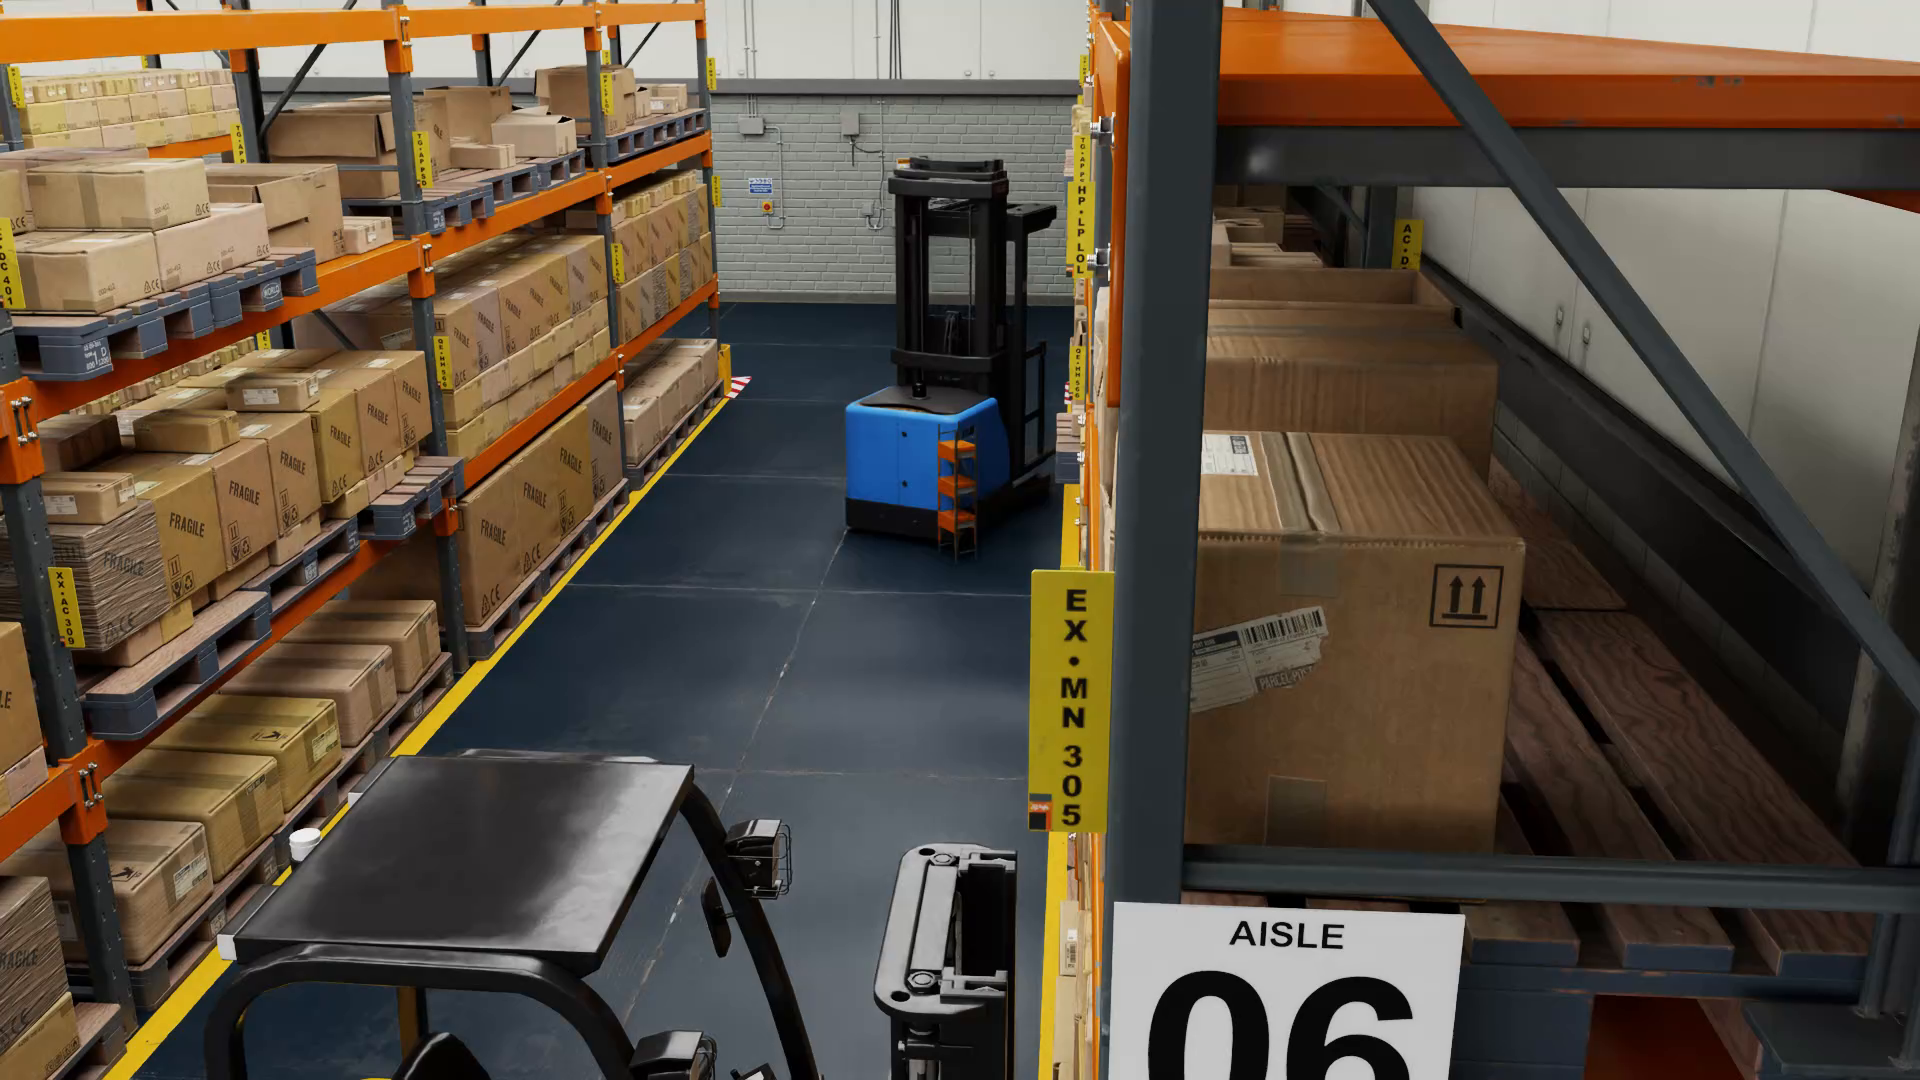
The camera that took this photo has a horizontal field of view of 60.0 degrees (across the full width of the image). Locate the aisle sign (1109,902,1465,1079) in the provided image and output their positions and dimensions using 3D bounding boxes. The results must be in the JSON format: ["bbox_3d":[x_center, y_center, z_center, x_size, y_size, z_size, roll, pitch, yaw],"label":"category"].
[{"bbox_3d":[0.373,0.793,2.010,0.394,0.787,0.004,1,18,4],"label":"aisle sign"}]

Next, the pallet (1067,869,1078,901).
[{"bbox_3d":[0.971,1.868,7.384,1.003,0.211,1.213,1,18,4],"label":"pallet"}]

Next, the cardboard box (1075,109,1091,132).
[{"bbox_3d":[1.063,-3.161,12.528,0.380,0.149,0.250,1,18,3],"label":"cardboard box"}]

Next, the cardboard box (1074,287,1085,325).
[{"bbox_3d":[1.236,-1.653,12.816,0.700,0.500,0.500,1,18,5],"label":"cardboard box"}]

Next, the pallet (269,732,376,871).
[{"bbox_3d":[-3.855,1.366,8.915,1.003,0.211,1.213,1,18,4],"label":"pallet"}]

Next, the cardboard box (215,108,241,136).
[{"bbox_3d":[-7.847,-4.350,17.306,0.500,0.250,0.500,1,18,3],"label":"cardboard box"}]

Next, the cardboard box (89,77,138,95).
[{"bbox_3d":[-7.955,-4.256,15.574,0.380,0.149,0.250,1,18,2],"label":"cardboard box"}]

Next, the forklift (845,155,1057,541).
[{"bbox_3d":[0.146,-1.799,14.205,1.130,2.935,3.031,8,20,24],"label":"forklift"}]

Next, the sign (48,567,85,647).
[{"bbox_3d":[-3.452,0.261,6.419,0.100,0.325,0.005,1,18,4],"label":"sign"}]

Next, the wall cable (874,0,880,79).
[{"bbox_3d":[-2.257,-7.670,22.380,2.355,3.000,0.029,1,18,4],"label":"wall cable"}]

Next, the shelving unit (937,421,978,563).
[{"bbox_3d":[-0.019,-0.371,12.870,0.215,1.050,0.252,-11,21,-31],"label":"shelving unit"}]

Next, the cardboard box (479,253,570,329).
[{"bbox_3d":[-3.288,-1.882,12.584,0.500,0.500,0.500,2,18,6],"label":"cardboard box"}]

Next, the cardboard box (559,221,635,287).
[{"bbox_3d":[-3.145,-2.487,14.429,0.500,0.500,0.500,1,18,4],"label":"cardboard box"}]

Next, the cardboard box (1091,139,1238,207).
[{"bbox_3d":[1.013,-1.811,8.321,0.700,0.500,0.500,1,18,3],"label":"cardboard box"}]

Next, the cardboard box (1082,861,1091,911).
[{"bbox_3d":[0.609,1.176,4.855,0.500,0.500,0.500,1,18,3],"label":"cardboard box"}]

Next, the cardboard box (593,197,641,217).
[{"bbox_3d":[-3.081,-2.981,14.896,0.380,0.149,0.250,1,18,4],"label":"cardboard box"}]

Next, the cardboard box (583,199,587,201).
[{"bbox_3d":[-3.561,-2.991,14.927,0.380,0.149,0.250,1,18,3],"label":"cardboard box"}]

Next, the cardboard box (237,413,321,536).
[{"bbox_3d":[-3.564,-0.333,8.311,0.500,0.500,0.500,1,18,2],"label":"cardboard box"}]

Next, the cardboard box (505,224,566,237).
[{"bbox_3d":[-3.662,-2.497,14.461,0.500,0.500,0.500,1,18,3],"label":"cardboard box"}]

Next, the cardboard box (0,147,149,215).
[{"bbox_3d":[-4.028,-1.629,7.523,0.500,0.250,0.500,2,18,5],"label":"cardboard box"}]

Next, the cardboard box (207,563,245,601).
[{"bbox_3d":[-3.608,0.172,7.810,0.380,0.149,0.250,2,18,5],"label":"cardboard box"}]

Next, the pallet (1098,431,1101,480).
[{"bbox_3d":[0.922,-0.345,4.985,1.003,0.211,1.213,1,18,4],"label":"pallet"}]

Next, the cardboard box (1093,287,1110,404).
[{"bbox_3d":[0.655,-0.605,4.942,0.500,0.311,0.500,2,18,5],"label":"cardboard box"}]

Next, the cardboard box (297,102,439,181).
[{"bbox_3d":[-3.826,-2.564,10.778,0.700,0.500,0.500,0,18,1],"label":"cardboard box"}]

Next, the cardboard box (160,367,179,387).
[{"bbox_3d":[-7.996,-1.616,16.485,0.380,0.149,0.250,1,18,4],"label":"cardboard box"}]

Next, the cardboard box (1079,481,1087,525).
[{"bbox_3d":[0.764,-0.176,7.941,0.380,0.149,0.250,1,18,2],"label":"cardboard box"}]

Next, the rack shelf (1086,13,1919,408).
[{"bbox_3d":[0.814,-0.925,3.593,1.077,0.370,4.000,1,18,4],"label":"rack shelf"}]

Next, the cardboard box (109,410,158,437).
[{"bbox_3d":[-4.076,-0.351,8.365,0.500,0.500,0.500,1,18,2],"label":"cardboard box"}]

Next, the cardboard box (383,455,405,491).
[{"bbox_3d":[-3.416,-0.389,9.521,0.380,0.149,0.250,1,18,3],"label":"cardboard box"}]

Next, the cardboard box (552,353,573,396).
[{"bbox_3d":[-3.294,-1.291,12.787,0.500,0.250,0.500,1,18,2],"label":"cardboard box"}]

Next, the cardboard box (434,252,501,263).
[{"bbox_3d":[-3.786,-1.900,12.638,0.500,0.500,0.500,1,18,3],"label":"cardboard box"}]

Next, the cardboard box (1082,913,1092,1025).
[{"bbox_3d":[0.477,1.003,3.865,0.380,0.149,0.250,2,18,5],"label":"cardboard box"}]

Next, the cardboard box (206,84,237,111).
[{"bbox_3d":[-7.857,-4.586,17.223,0.500,0.250,0.500,1,18,2],"label":"cardboard box"}]

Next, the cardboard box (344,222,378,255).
[{"bbox_3d":[-3.530,-1.706,9.397,0.380,0.149,0.250,1,18,4],"label":"cardboard box"}]

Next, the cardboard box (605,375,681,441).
[{"bbox_3d":[-3.205,-1.275,15.936,0.875,0.438,0.875,1,18,2],"label":"cardboard box"}]

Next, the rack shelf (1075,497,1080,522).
[{"bbox_3d":[1.387,-0.749,12.048,1.077,0.370,4.000,1,18,4],"label":"rack shelf"}]

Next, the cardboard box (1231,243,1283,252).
[{"bbox_3d":[1.112,-1.121,6.777,0.380,0.149,0.250,1,18,4],"label":"cardboard box"}]

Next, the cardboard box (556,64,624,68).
[{"bbox_3d":[-3.428,-4.161,15.493,0.500,0.500,0.500,2,18,5],"label":"cardboard box"}]

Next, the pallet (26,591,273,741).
[{"bbox_3d":[-3.794,0.520,7.327,1.003,0.211,1.213,1,18,4],"label":"pallet"}]

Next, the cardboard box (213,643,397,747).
[{"bbox_3d":[-3.803,0.874,9.483,0.950,0.372,0.625,1,18,3],"label":"cardboard box"}]

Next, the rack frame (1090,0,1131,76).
[{"bbox_3d":[1.531,-4.563,12.897,1.000,3.000,0.127,1,18,4],"label":"rack frame"}]

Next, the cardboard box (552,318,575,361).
[{"bbox_3d":[-3.269,-1.529,12.711,0.500,0.250,0.500,2,18,5],"label":"cardboard box"}]

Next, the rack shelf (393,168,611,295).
[{"bbox_3d":[-3.564,-2.284,11.915,1.077,0.370,4.000,1,18,4],"label":"rack shelf"}]

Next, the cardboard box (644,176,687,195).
[{"bbox_3d":[-2.948,-3.540,16.603,0.380,0.149,0.250,2,18,5],"label":"cardboard box"}]

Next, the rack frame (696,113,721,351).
[{"bbox_3d":[-3.134,-3.064,17.957,1.000,3.000,0.127,1,18,4],"label":"rack frame"}]

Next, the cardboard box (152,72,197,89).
[{"bbox_3d":[-7.853,-4.576,16.552,0.380,0.149,0.250,2,18,5],"label":"cardboard box"}]

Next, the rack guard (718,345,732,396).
[{"bbox_3d":[-3.132,-1.884,18.369,1.175,0.500,0.348,1,18,4],"label":"rack guard"}]

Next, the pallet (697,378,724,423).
[{"bbox_3d":[-3.113,-1.489,17.628,1.003,0.211,1.213,1,18,4],"label":"pallet"}]

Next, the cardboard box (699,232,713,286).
[{"bbox_3d":[-2.904,-2.956,17.466,0.500,0.500,0.500,1,18,4],"label":"cardboard box"}]

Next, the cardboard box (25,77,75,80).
[{"bbox_3d":[-8.551,-4.267,15.608,0.380,0.149,0.250,1,18,3],"label":"cardboard box"}]

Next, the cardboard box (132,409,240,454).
[{"bbox_3d":[-3.632,-0.512,7.813,0.380,0.149,0.250,2,18,7],"label":"cardboard box"}]

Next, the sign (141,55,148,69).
[{"bbox_3d":[-8.619,-4.996,17.632,0.100,0.325,0.005,1,18,4],"label":"sign"}]

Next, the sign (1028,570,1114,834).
[{"bbox_3d":[0.130,0.190,1.915,0.100,0.325,0.005,1,18,4],"label":"sign"}]
